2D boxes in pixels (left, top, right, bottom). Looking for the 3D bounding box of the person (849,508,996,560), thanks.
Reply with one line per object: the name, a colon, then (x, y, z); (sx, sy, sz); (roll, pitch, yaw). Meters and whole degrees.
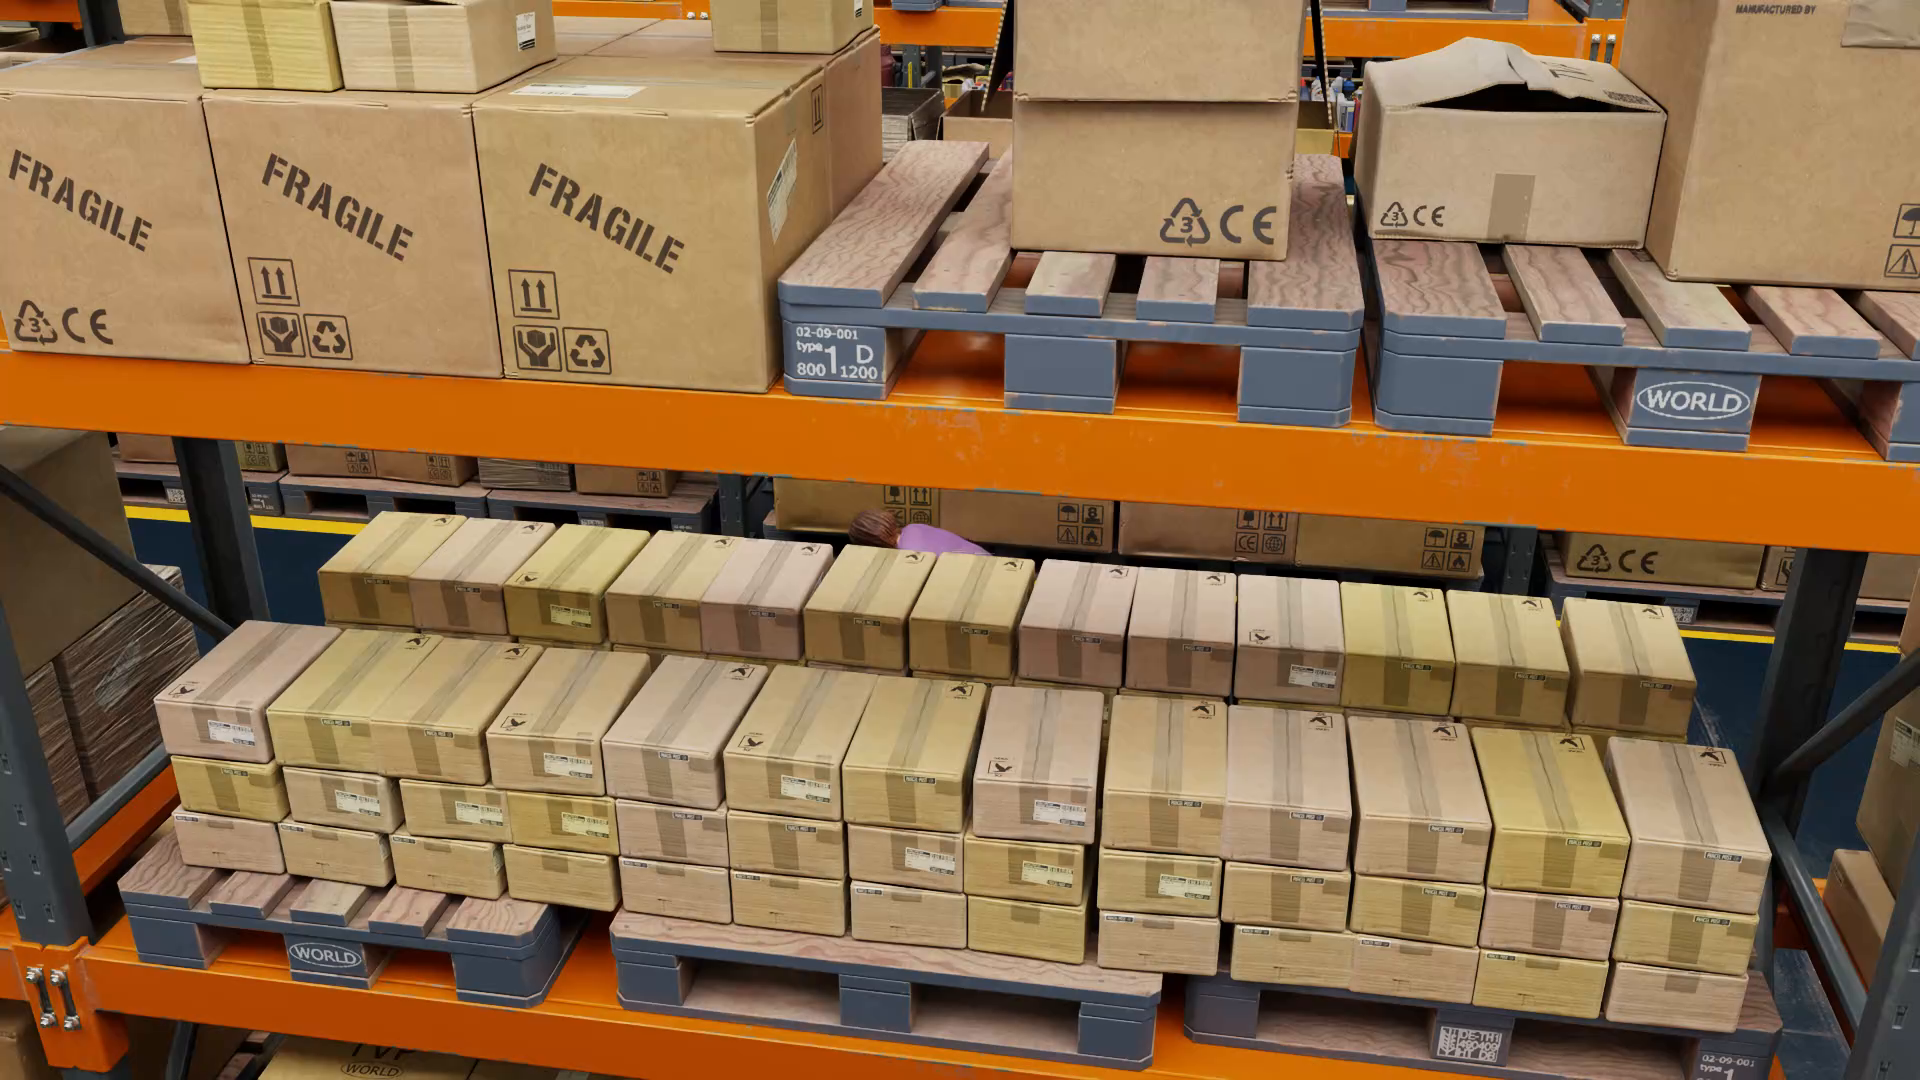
person: (-0.147, 0.269, 7.421); (0.911, 0.862, 0.437); (4, 26, 9)
